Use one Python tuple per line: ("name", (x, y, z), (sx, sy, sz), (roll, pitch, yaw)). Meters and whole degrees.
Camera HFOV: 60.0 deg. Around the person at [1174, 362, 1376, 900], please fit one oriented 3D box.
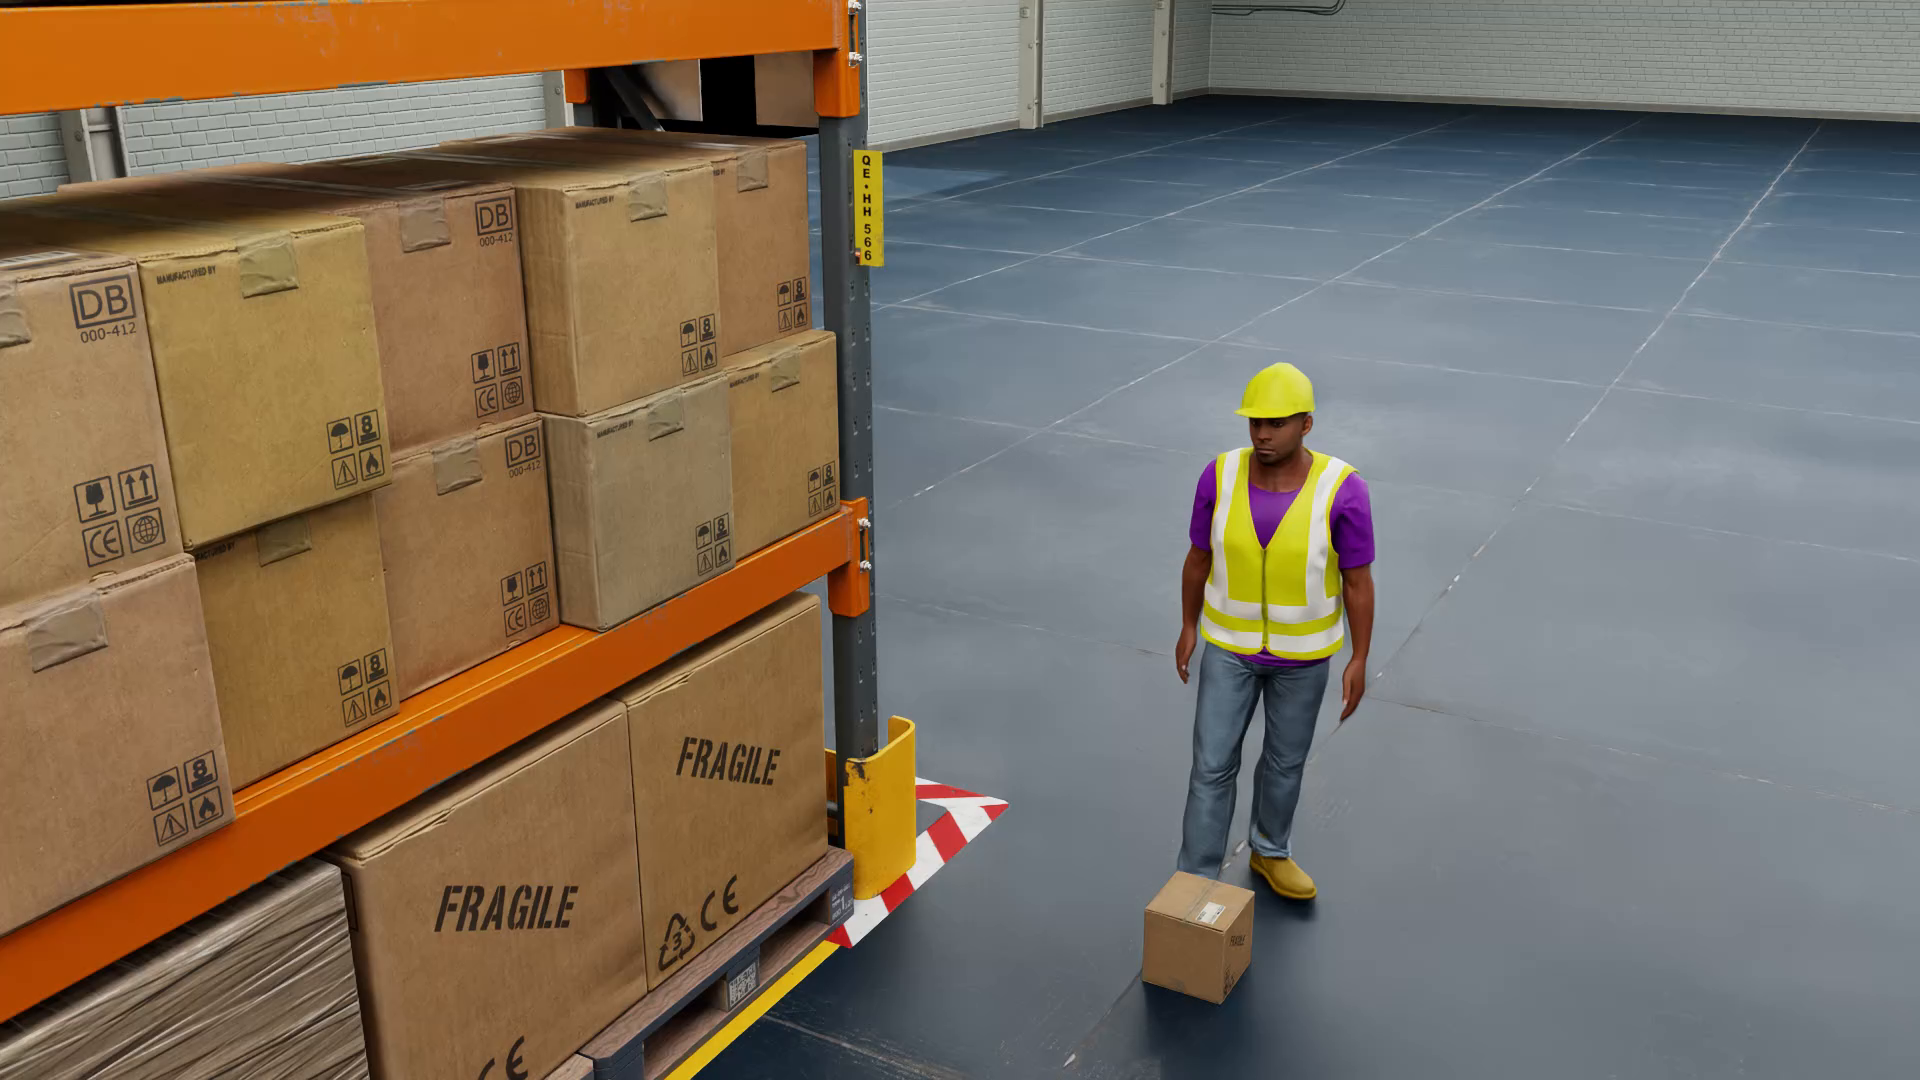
("person", (0.926, 0.348, 5.015), (0.601, 1.758, 0.643), (5, 20, 15))
